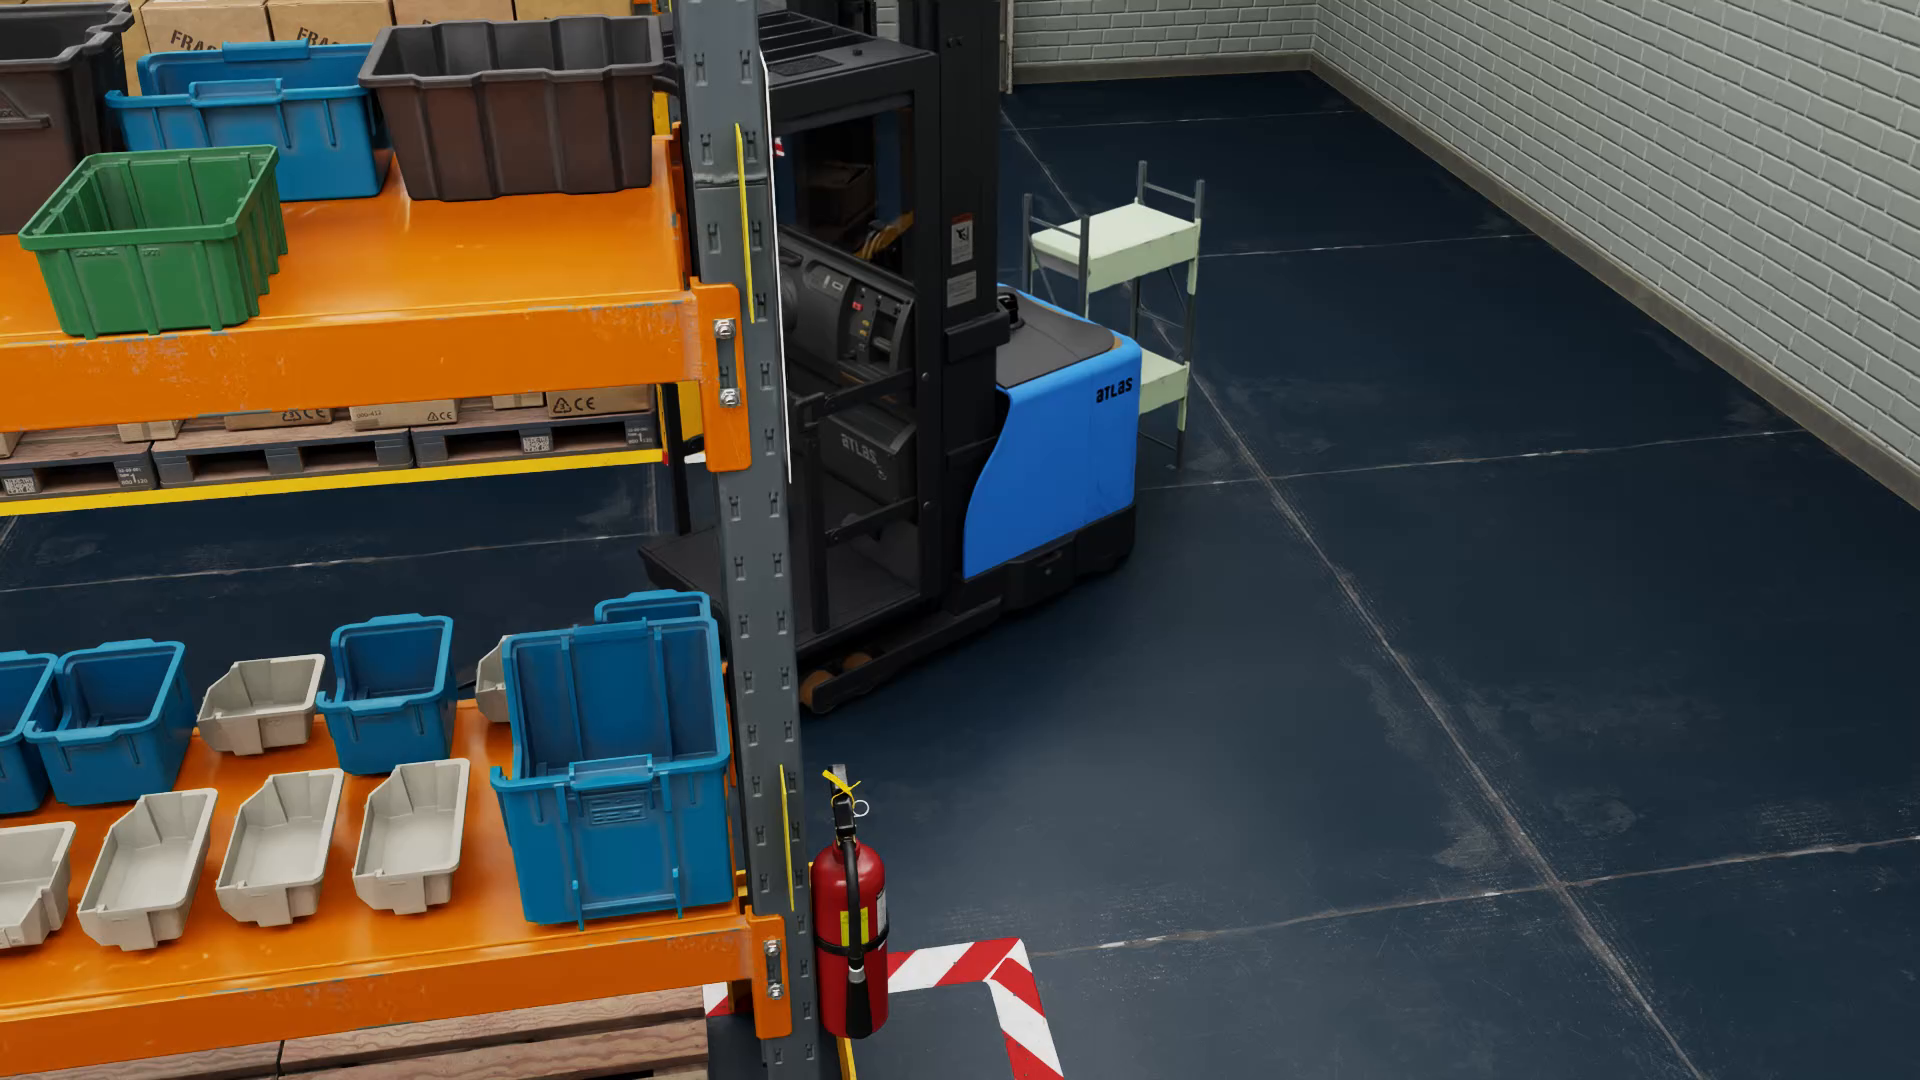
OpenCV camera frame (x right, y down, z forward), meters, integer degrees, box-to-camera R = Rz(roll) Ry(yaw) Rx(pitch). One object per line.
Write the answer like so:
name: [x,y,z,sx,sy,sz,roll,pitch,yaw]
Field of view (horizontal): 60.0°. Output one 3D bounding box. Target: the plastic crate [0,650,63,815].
plastic crate: [-2.377,0.487,4.069,0.300,0.233,0.416,-5,31,-9]

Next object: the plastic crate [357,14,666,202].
plastic crate: [-0.913,-0.906,3.501,0.590,0.269,0.497,-5,31,-9]

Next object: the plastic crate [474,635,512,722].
plastic crate: [-1.117,0.369,4.364,0.298,0.136,0.250,-5,31,-9]

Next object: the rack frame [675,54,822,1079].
rack frame: [-0.484,0.435,4.052,0.127,3.000,1.000,-5,31,-9]

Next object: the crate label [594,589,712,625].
crate label: [-0.786,0.339,4.320,0.303,0.233,0.416,-5,31,-9]

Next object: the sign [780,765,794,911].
sign: [-0.369,0.637,3.546,0.005,0.325,0.100,-5,31,-9]

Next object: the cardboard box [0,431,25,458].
cardboard box: [-4.855,-0.631,8.083,0.500,0.311,0.500,-5,31,-9]

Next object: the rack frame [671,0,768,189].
rack frame: [-0.484,-2.151,2.531,0.127,3.000,1.000,-5,31,-9]

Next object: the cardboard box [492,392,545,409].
cardboard box: [-2.278,-0.839,8.579,0.250,0.166,0.380,-5,31,-9]

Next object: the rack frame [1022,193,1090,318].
rack frame: [0.422,-0.821,7.667,0.023,1.500,0.400,-23,38,-34]

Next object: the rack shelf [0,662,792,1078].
rack shelf: [-2.451,0.927,3.923,4.000,0.370,1.077,-5,31,-9]

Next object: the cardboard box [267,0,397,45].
cardboard box: [-2.767,-2.236,7.507,0.500,0.500,0.500,-4,31,-8]

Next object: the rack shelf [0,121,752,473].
rack shelf: [-2.451,-0.366,3.163,4.000,0.370,1.077,-5,31,-9]

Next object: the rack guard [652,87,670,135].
rack guard: [-2.245,-3.430,13.089,0.348,0.500,1.175,-5,31,-9]

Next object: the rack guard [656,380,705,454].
rack guard: [-1.447,-0.951,8.874,0.348,0.500,1.175,-5,31,-9]

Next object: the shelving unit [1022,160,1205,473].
shelving unit: [0.701,-0.942,7.872,0.755,1.500,0.431,-23,38,-34]

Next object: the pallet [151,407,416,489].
pallet: [-3.429,-0.643,8.636,1.213,0.211,1.003,-5,31,-9]

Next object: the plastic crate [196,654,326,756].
plastic crate: [-1.784,0.431,4.259,0.298,0.136,0.250,-5,31,-9]

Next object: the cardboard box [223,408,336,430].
cardboard box: [-3.460,-0.958,8.448,0.637,0.503,0.797,-5,31,-9]

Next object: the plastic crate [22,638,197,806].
plastic crate: [-2.081,0.460,4.115,0.300,0.233,0.416,-5,31,-9]

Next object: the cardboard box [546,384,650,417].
cardboard box: [-1.863,-0.975,8.481,0.500,0.500,0.500,-5,31,-9]

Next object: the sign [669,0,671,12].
sign: [-1.292,-2.392,7.405,0.005,0.325,0.100,-5,31,-9]

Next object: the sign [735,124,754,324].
sign: [-0.369,-0.541,2.854,0.005,0.325,0.100,-5,31,-9]

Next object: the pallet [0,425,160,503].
pallet: [-4.631,-0.530,8.444,1.213,0.211,1.003,-5,31,-9]

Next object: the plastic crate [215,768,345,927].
plastic crate: [-1.541,0.706,3.790,0.243,0.136,0.396,-5,31,-9]

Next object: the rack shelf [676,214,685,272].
rack shelf: [-3.340,-1.543,8.124,4.000,0.370,1.077,-5,31,-9]

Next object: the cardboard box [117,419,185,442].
cardboard box: [-4.006,-0.653,8.262,0.250,0.166,0.380,-5,31,-9]

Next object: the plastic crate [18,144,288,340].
plastic crate: [-1.403,-0.535,2.950,0.336,0.188,0.450,-5,31,-9]

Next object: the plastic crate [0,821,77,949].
plastic crate: [-2.099,0.780,3.665,0.250,0.136,0.298,-5,31,-9]

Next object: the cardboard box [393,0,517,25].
cardboard box: [-2.258,-2.285,7.592,0.500,0.500,0.500,-4,31,-8]

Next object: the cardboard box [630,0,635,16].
cardboard box: [-1.857,-2.600,8.128,0.500,0.500,0.500,-4,31,-7]

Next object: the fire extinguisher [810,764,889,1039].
fire extinguisher: [-0.254,0.842,3.804,0.183,0.674,0.296,-5,31,-9]

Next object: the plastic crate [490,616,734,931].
plastic crate: [-0.780,0.517,3.817,0.499,0.435,0.616,-5,31,-9]

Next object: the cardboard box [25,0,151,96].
cardboard box: [-3.780,-2.141,7.347,0.500,0.500,0.500,-6,31,-10]

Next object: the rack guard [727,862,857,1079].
rack guard: [-0.463,1.503,4.700,0.348,0.500,1.175,-5,31,-9]

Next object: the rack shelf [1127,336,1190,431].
rack shelf: [0.701,-0.661,8.037,0.720,0.370,0.431,-23,38,-34]

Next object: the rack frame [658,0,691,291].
rack frame: [-1.373,-2.035,8.252,0.127,3.000,1.000,-5,31,-9]

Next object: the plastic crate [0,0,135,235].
plastic crate: [-2.036,-0.829,3.303,0.767,0.338,0.504,-5,31,-9]

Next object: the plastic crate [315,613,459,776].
plastic crate: [-1.434,0.399,4.217,0.300,0.233,0.416,-5,31,-9]

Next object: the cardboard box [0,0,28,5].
cardboard box: [-4.286,-2.094,7.267,0.500,0.500,0.500,-6,31,-10]

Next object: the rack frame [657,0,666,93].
rack frame: [-2.268,-4.505,12.452,0.127,3.000,1.000,-5,31,-9]

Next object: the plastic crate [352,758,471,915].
plastic crate: [-1.254,0.687,3.823,0.243,0.136,0.396,-5,31,-9]

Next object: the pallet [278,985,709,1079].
pallet: [-1.302,1.693,4.663,1.213,0.211,1.003,-5,31,-9]

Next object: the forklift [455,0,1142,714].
forklift: [-0.657,-0.879,6.353,3.031,2.935,1.130,-23,38,-34]

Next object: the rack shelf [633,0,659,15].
rack shelf: [-4.236,-4.012,12.324,4.000,0.370,1.077,-5,31,-9]

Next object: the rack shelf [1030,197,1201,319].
rack shelf: [0.701,-1.278,7.674,0.720,0.370,0.431,-23,38,-34]

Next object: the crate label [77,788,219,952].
crate label: [-1.811,0.744,3.726,0.243,0.136,0.396,-5,31,-9]

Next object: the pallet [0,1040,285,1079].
pallet: [-2.500,1.802,4.477,1.213,0.211,1.003,-5,31,-9]

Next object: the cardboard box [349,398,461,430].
cardboard box: [-2.803,-0.796,8.422,0.500,0.250,0.500,-5,31,-9]

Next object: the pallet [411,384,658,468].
pallet: [-2.231,-0.753,8.823,1.213,0.211,1.003,-5,31,-9]

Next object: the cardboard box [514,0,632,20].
cardboard box: [-1.761,-2.332,7.671,0.500,0.500,0.500,-6,31,-9]

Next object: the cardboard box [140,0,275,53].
cardboard box: [-3.272,-2.189,7.428,0.500,0.500,0.500,-4,31,-7]

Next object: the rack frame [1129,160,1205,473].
rack frame: [0.980,-1.062,8.076,0.023,1.500,0.400,-23,38,-34]

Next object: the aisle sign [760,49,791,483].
aisle sign: [-0.360,-0.547,3.155,0.004,0.787,0.394,-5,31,-9]

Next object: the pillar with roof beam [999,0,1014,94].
pillar with roof beam: [1.007,-5.622,8.434,0.400,9.000,9.100,-5,31,-9]

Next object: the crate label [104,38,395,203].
crate label: [-1.450,-0.871,3.460,0.502,0.251,0.408,-5,31,-9]
